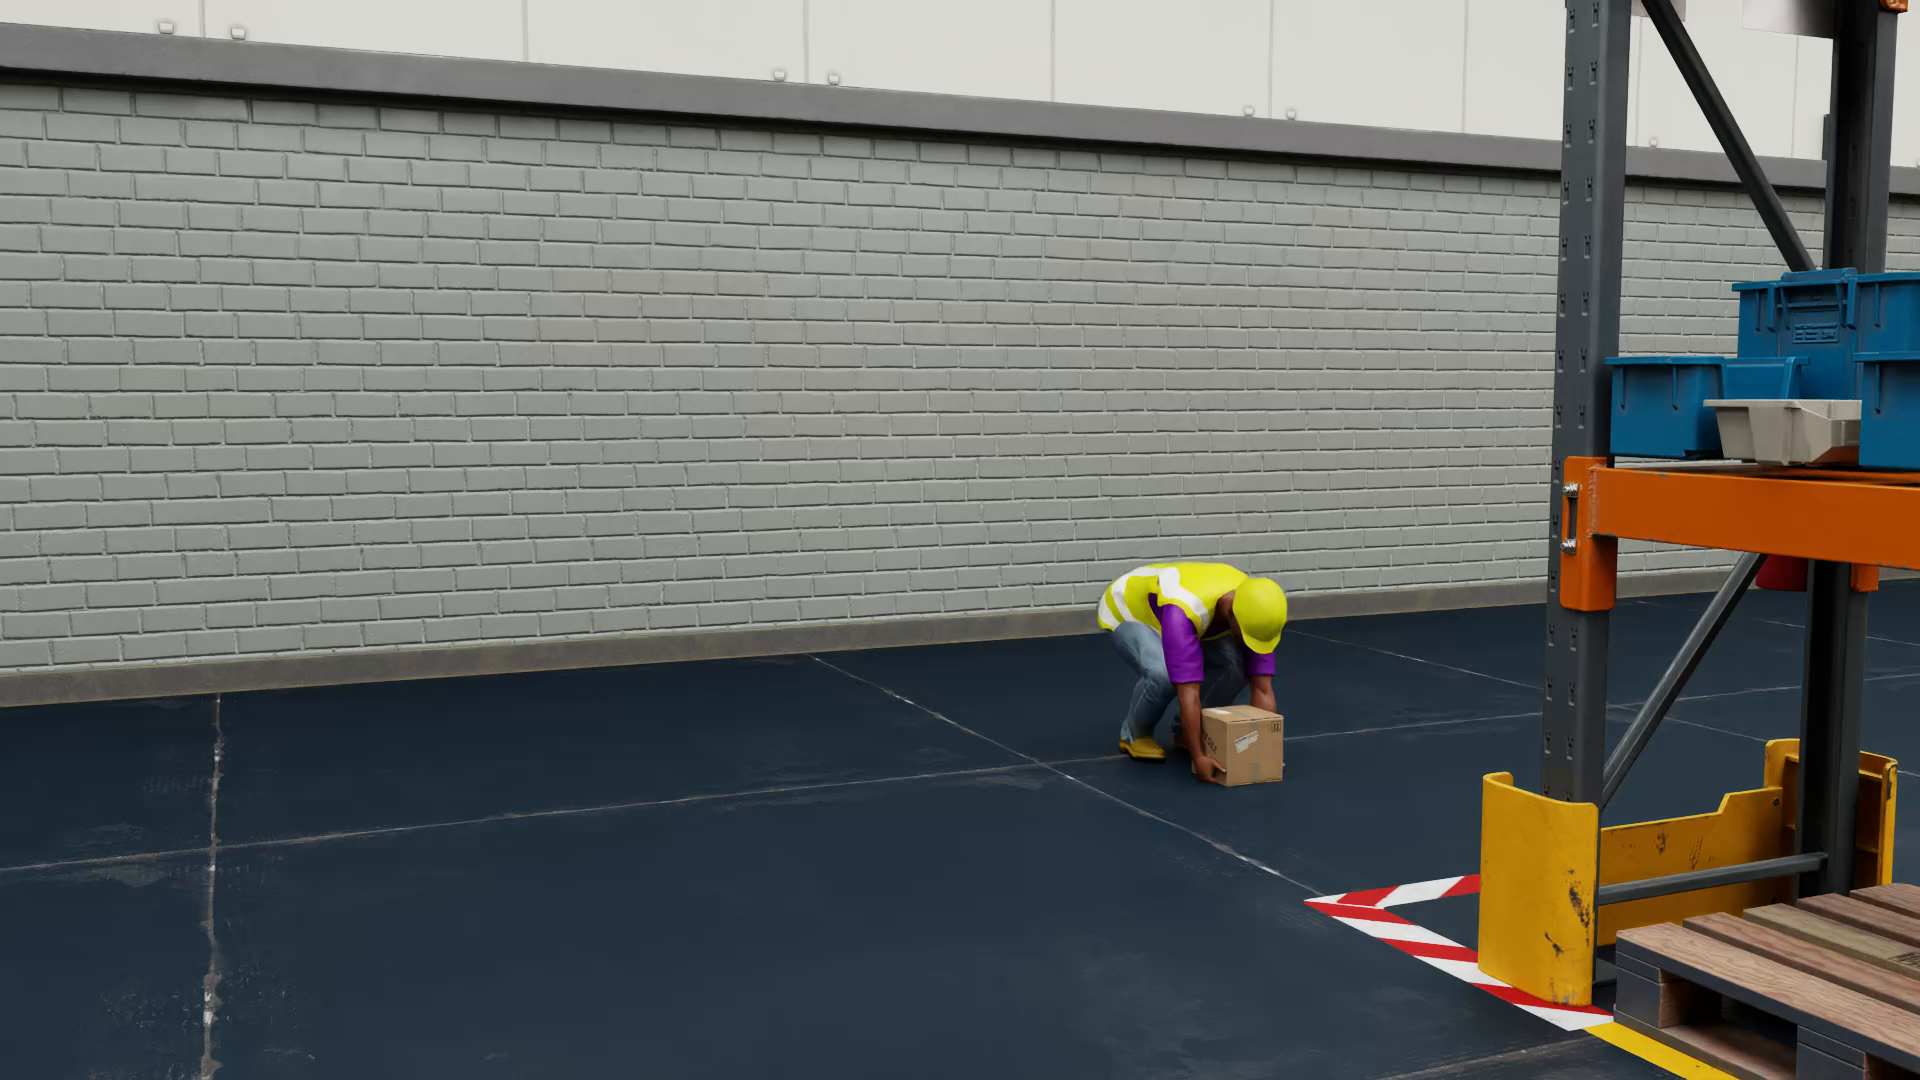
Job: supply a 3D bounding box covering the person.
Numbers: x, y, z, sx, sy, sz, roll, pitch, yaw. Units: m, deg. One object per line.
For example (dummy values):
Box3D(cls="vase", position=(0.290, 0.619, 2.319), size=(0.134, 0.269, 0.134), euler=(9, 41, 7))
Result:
Box3D(cls="person", position=(0.952, 0.495, 6.611), size=(0.528, 0.824, 0.973), euler=(-3, 6, -25))
